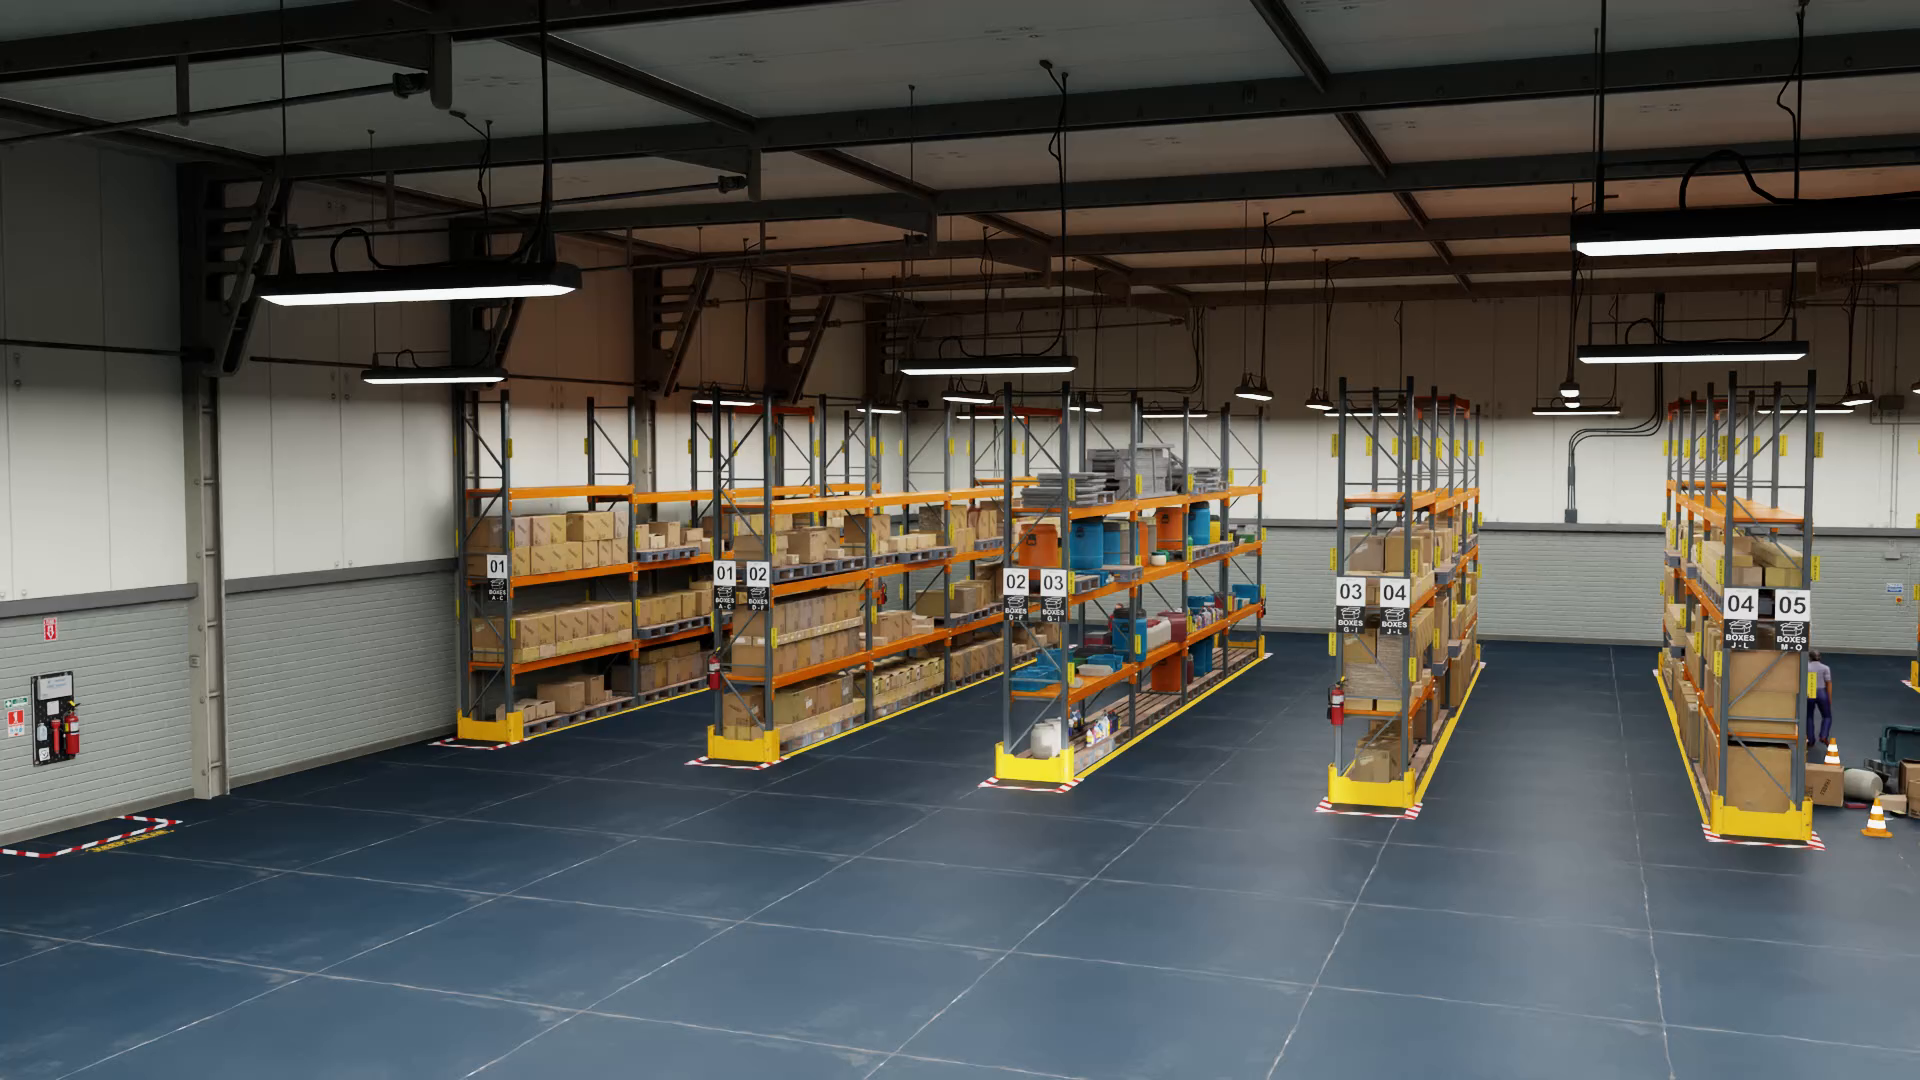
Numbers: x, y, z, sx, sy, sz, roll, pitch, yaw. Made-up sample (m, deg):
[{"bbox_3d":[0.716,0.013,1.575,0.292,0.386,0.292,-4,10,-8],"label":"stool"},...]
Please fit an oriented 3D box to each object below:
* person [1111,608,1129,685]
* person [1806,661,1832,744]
[{"bbox_3d":[3.369,2.244,35.351,0.413,1.645,0.640,3,4,40],"label":"person"},{"bbox_3d":[14.329,2.718,27.826,0.500,1.387,0.412,1,3,13],"label":"person"}]
